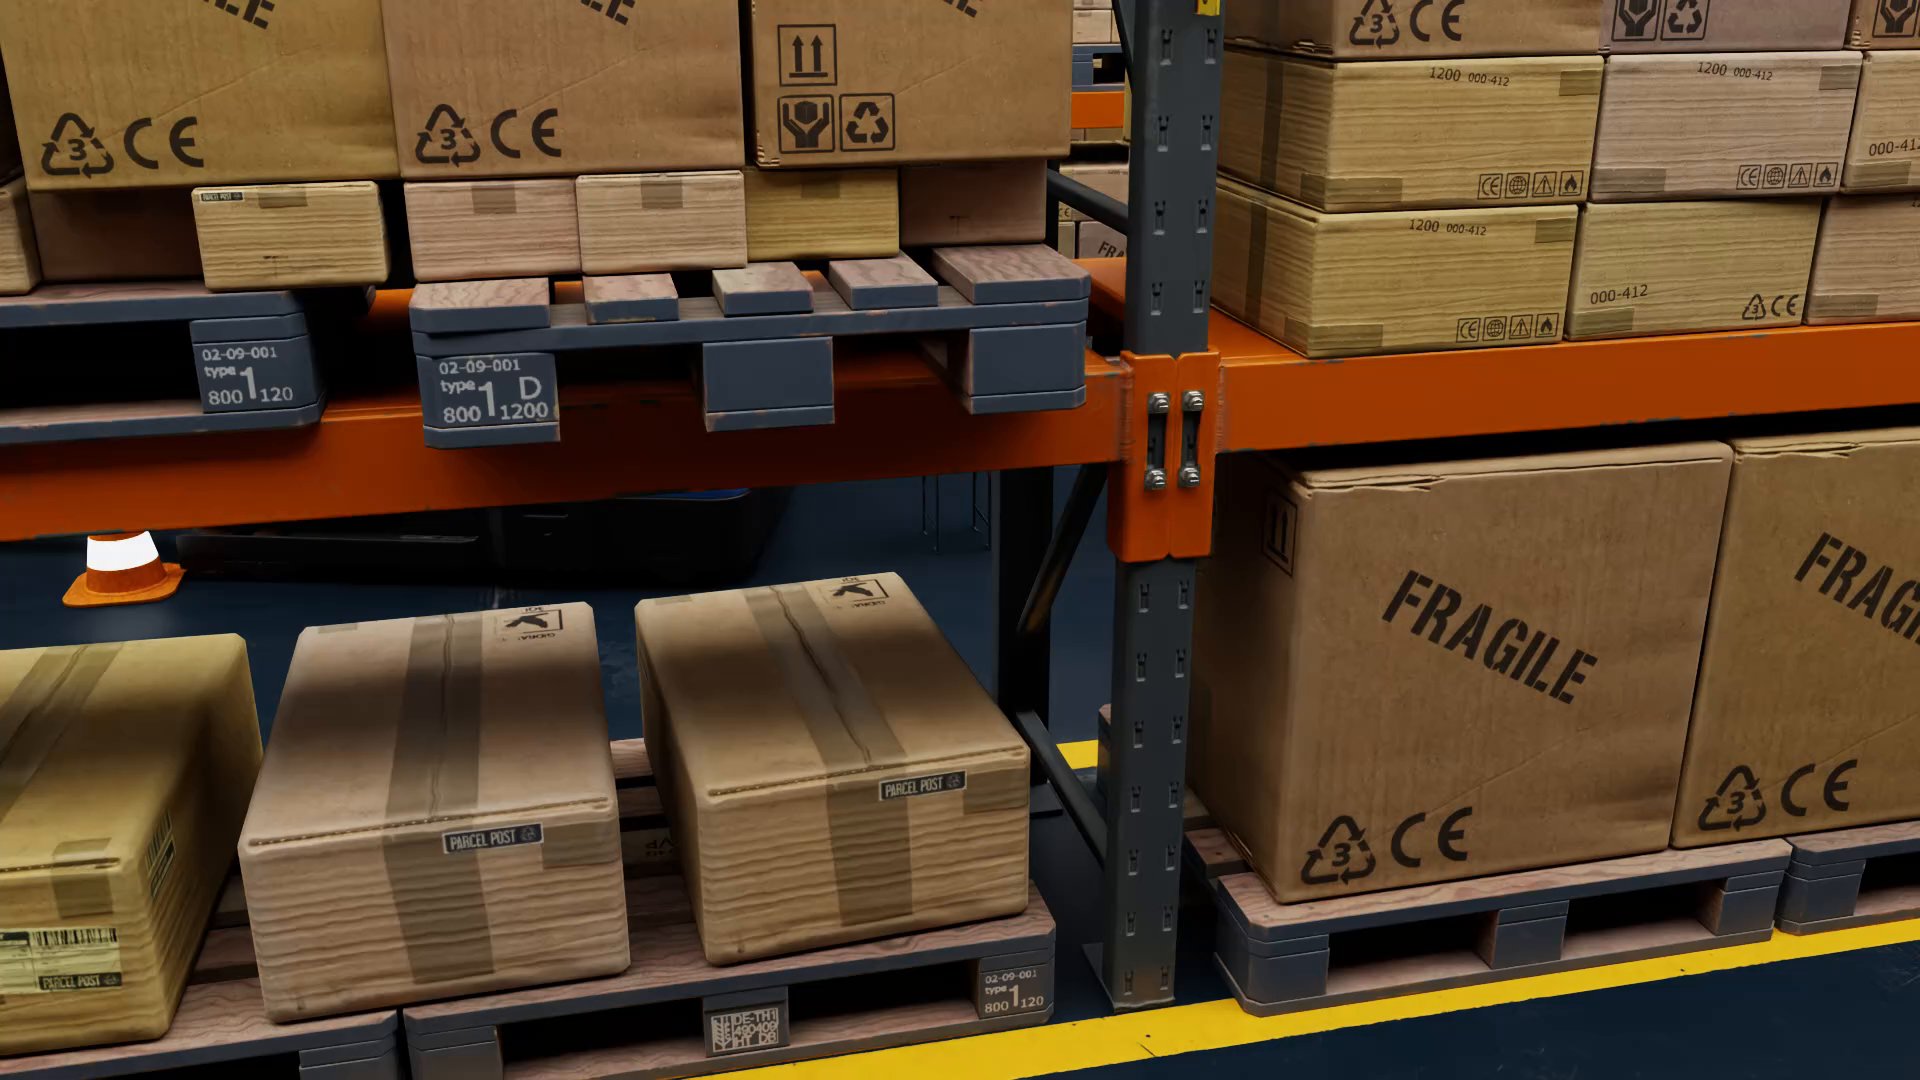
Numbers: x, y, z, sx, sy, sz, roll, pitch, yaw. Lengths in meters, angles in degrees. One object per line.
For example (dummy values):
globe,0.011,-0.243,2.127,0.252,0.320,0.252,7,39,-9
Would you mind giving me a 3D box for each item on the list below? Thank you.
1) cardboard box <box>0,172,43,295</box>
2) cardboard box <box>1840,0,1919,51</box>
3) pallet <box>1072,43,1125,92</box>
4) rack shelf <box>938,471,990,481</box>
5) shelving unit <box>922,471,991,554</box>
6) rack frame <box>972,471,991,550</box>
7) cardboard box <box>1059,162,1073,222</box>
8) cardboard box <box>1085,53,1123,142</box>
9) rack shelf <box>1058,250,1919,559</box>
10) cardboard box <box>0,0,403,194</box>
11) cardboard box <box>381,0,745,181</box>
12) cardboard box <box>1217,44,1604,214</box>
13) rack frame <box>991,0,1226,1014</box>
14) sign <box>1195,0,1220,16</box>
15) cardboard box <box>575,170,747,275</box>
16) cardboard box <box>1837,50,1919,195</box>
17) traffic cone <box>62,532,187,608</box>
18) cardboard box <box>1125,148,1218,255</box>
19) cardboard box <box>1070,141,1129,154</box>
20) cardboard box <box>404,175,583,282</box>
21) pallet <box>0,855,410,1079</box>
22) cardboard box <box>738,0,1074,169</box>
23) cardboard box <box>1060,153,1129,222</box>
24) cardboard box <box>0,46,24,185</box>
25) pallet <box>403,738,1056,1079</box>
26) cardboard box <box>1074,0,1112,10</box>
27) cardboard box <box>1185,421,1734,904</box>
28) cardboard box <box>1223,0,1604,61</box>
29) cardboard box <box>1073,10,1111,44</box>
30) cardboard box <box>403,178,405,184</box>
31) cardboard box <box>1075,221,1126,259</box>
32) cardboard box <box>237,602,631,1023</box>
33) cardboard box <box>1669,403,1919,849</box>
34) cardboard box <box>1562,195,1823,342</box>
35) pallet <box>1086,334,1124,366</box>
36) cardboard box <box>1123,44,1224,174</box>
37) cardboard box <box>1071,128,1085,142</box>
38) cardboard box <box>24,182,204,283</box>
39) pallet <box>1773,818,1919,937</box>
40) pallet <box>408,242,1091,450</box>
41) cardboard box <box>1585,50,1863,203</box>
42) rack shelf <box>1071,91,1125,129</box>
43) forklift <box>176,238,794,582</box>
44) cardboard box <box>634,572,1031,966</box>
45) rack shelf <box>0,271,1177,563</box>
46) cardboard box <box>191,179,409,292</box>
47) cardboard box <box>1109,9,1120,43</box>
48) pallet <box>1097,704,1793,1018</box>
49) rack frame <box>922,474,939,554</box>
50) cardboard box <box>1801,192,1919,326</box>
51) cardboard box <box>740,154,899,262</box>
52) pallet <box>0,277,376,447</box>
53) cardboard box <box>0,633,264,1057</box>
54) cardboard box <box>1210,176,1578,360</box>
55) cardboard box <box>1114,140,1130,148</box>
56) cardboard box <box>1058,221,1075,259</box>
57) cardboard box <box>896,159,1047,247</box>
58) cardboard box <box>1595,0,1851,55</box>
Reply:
cardboard box,-1.504,-0.474,2.501,0.250,0.149,0.380,-5,21,-14
cardboard box,1.774,-1.200,3.131,0.500,0.500,0.500,-4,21,-11
pallet,0.930,-2.377,8.223,1.213,0.211,1.003,-5,21,-12
rack shelf,-0.014,-0.295,5.703,0.180,0.103,0.258,-5,21,-12
shelving unit,-0.014,-0.562,5.605,0.189,1.200,0.258,-5,21,-12
rack frame,0.075,-0.569,5.625,0.006,1.200,0.240,-5,21,-12
cardboard box,0.233,-1.686,7.991,0.500,0.250,0.500,-5,21,-13
cardboard box,1.244,-3.424,13.280,0.875,0.875,1.225,-5,21,-12
rack shelf,2.196,-0.469,3.779,4.000,0.370,1.077,-5,21,-12
cardboard box,-1.120,-0.818,2.499,0.500,0.500,0.500,-6,21,-16
cardboard box,-0.629,-0.858,2.609,0.500,0.500,0.500,-5,21,-13
cardboard box,0.800,-0.770,3.047,0.500,0.250,0.500,-5,21,-13
rack frame,0.250,-0.648,3.223,0.127,3.000,1.000,-5,21,-12
sign,0.384,-0.974,2.544,0.005,0.325,0.100,-5,21,-12
cardboard box,-0.494,-0.542,2.689,0.250,0.149,0.380,-5,21,-13
cardboard box,1.791,-0.846,3.254,0.500,0.250,0.500,-5,21,-13
traffic cone,-2.706,-0.065,5.319,0.334,0.463,0.336,-5,21,-12
cardboard box,0.683,-0.705,3.596,0.500,0.250,0.500,-5,21,-14
cardboard box,0.605,-1.893,8.555,0.500,0.250,0.500,-4,21,-11
cardboard box,-0.741,-0.525,2.642,0.250,0.149,0.380,-6,21,-15
pallet,-1.696,0.818,3.275,1.213,0.211,1.003,-5,21,-12
cardboard box,-0.128,-0.903,2.730,0.500,0.500,0.500,-5,21,-14
cardboard box,0.718,-1.721,8.086,0.500,0.250,0.500,-4,21,-12
cardboard box,-1.651,-0.775,2.381,0.500,0.500,0.500,-6,21,-15
pallet,-0.511,0.722,3.535,1.213,0.211,1.003,-5,21,-12
cardboard box,0.540,-2.571,7.794,0.250,0.149,0.380,-5,21,-12
cardboard box,0.941,0.125,3.590,0.875,0.875,0.875,-5,21,-13
cardboard box,0.786,-1.122,2.917,0.500,0.500,0.500,-5,21,-14
cardboard box,0.539,-2.431,7.844,0.250,0.149,0.380,-4,20,-11
cardboard box,-0.941,-0.732,3.206,0.250,0.149,0.380,-5,21,-12
cardboard box,0.747,-1.374,8.229,0.500,0.500,0.500,-5,21,-14
cardboard box,-1.018,0.491,3.323,0.625,0.372,0.950,-5,21,-14
cardboard box,1.810,0.056,3.779,0.875,0.875,0.875,-4,21,-12
cardboard box,1.280,-0.579,3.252,0.500,0.250,0.500,-5,21,-14
pallet,0.959,-1.145,8.632,1.213,0.211,1.003,-5,21,-12
cardboard box,0.663,-0.936,3.500,0.500,0.250,0.500,-5,21,-13
cardboard box,0.375,-3.353,13.086,0.875,0.875,1.225,-5,21,-14
cardboard box,-1.279,-0.521,2.630,0.250,0.149,0.380,-4,21,-12
pallet,2.220,0.529,4.065,1.213,0.211,1.003,-5,21,-12
pallet,-0.419,-0.466,3.005,1.003,0.211,1.213,-5,21,-12
cardboard box,1.303,-0.811,3.158,0.500,0.250,0.500,-4,21,-11
rack shelf,0.959,-2.118,8.281,4.000,0.370,1.077,-5,21,-12
forklift,-2.151,-1.426,5.446,3.031,2.935,1.130,2,20,4
cardboard box,-0.302,0.430,3.490,0.625,0.372,0.950,-6,21,-16
rack shelf,-1.696,-0.152,2.915,4.000,0.370,1.077,-5,21,-12
cardboard box,-1.005,-0.499,2.570,0.250,0.149,0.380,-4,21,-12
cardboard box,0.784,-2.450,7.896,0.250,0.149,0.380,-4,21,-12
pallet,1.035,0.624,3.804,1.213,0.211,1.003,-5,21,-12
rack frame,-0.103,-0.555,5.585,0.006,1.200,0.240,-5,21,-12
cardboard box,1.792,-0.618,3.360,0.500,0.250,0.500,-4,20,-11
cardboard box,-0.259,-0.577,2.784,0.250,0.149,0.380,-4,21,-12
pallet,-1.667,-0.388,2.791,1.213,0.211,1.003,-5,21,-12
cardboard box,-1.758,0.549,3.165,0.625,0.372,0.950,-4,20,-11
cardboard box,0.784,-0.532,3.125,0.500,0.250,0.500,-5,21,-13
cardboard box,1.111,-1.937,8.676,0.500,0.250,0.500,-4,20,-10
cardboard box,0.248,-1.332,8.114,0.500,0.500,0.500,-4,21,-12
cardboard box,-0.015,-0.623,2.908,0.250,0.149,0.380,-4,20,-10
cardboard box,1.267,-1.164,3.033,0.500,0.500,0.500,-5,21,-12
